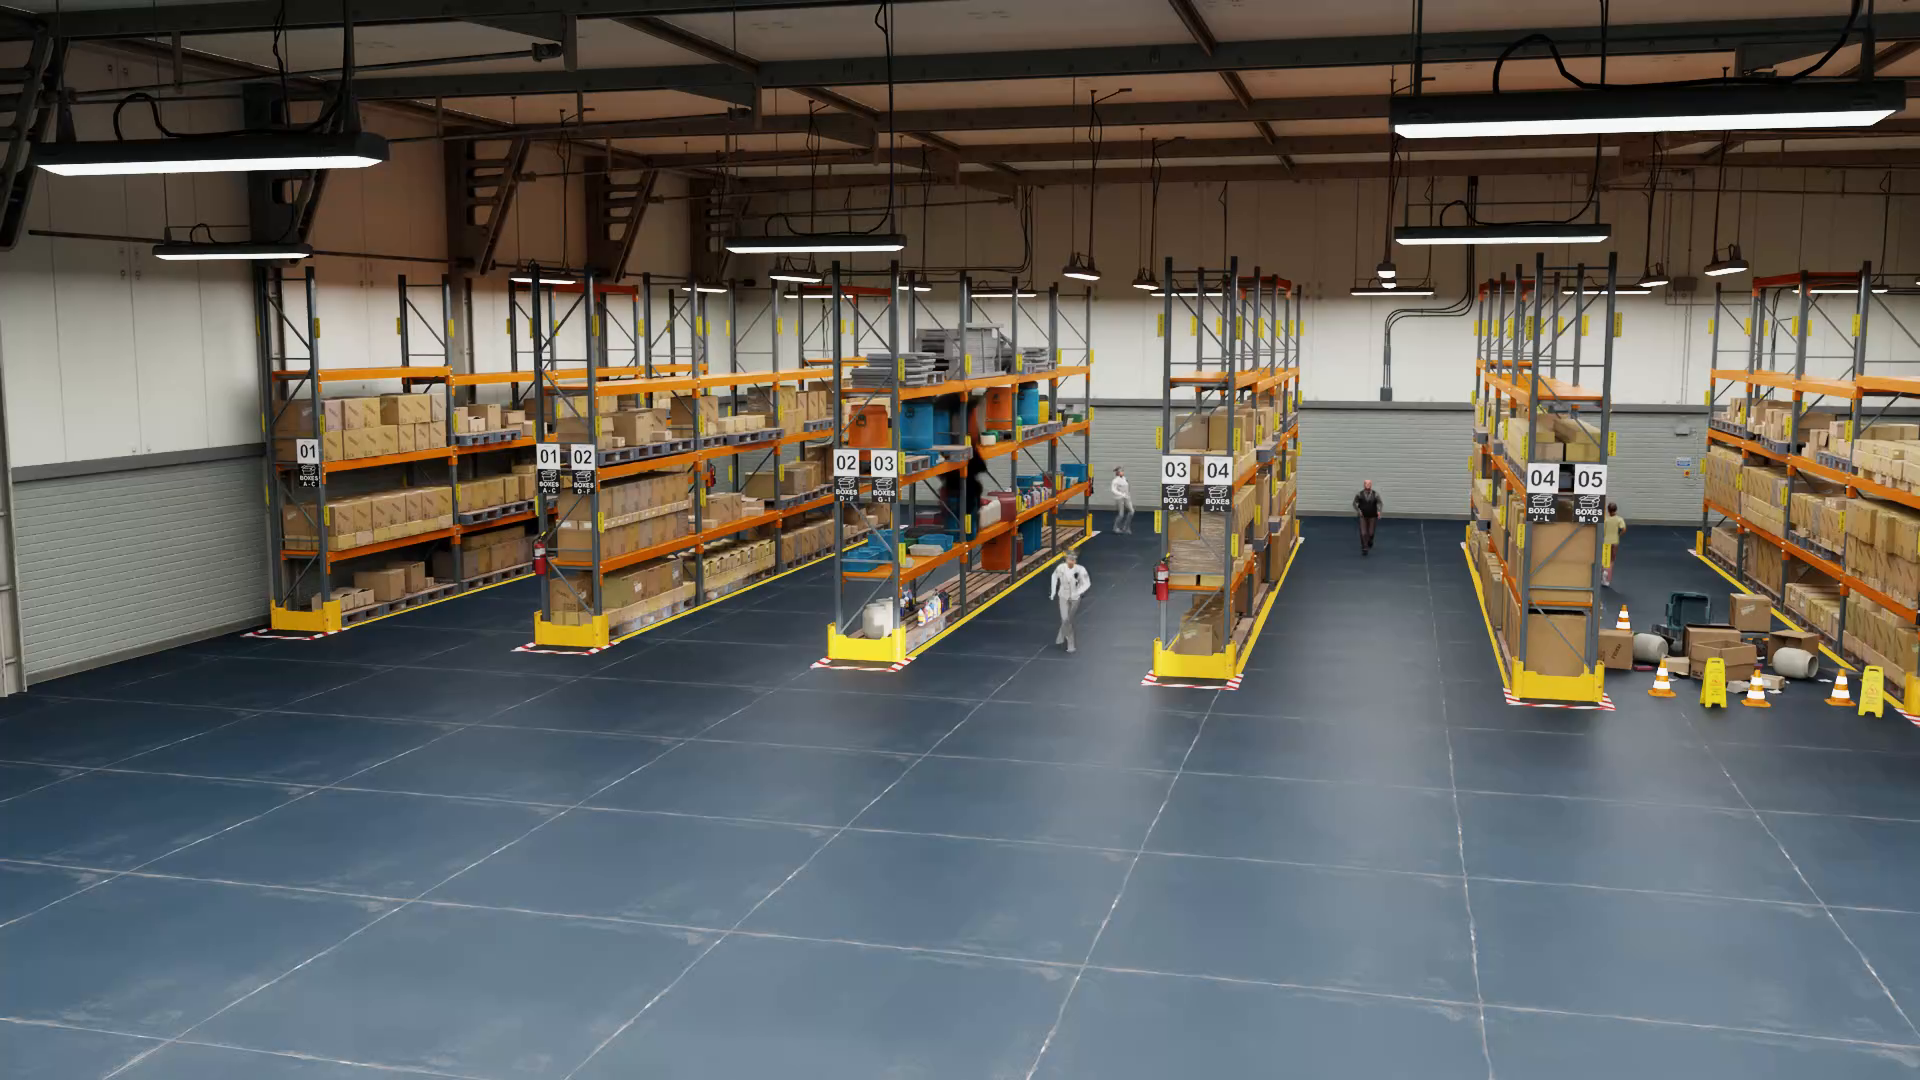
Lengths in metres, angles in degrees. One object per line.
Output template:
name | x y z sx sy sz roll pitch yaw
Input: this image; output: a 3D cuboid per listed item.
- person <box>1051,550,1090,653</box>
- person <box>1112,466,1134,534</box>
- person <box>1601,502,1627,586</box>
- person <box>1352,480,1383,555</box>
person | 1.731 0.921 26.127 0.619 1.624 0.804 0 7 2
person | 3.985 -0.967 40.735 0.656 1.703 0.564 -6 10 -41
person | 12.696 0.076 32.486 0.581 1.631 0.534 1 7 11
person | 9.047 -0.504 36.948 0.661 1.682 0.551 2 7 13
